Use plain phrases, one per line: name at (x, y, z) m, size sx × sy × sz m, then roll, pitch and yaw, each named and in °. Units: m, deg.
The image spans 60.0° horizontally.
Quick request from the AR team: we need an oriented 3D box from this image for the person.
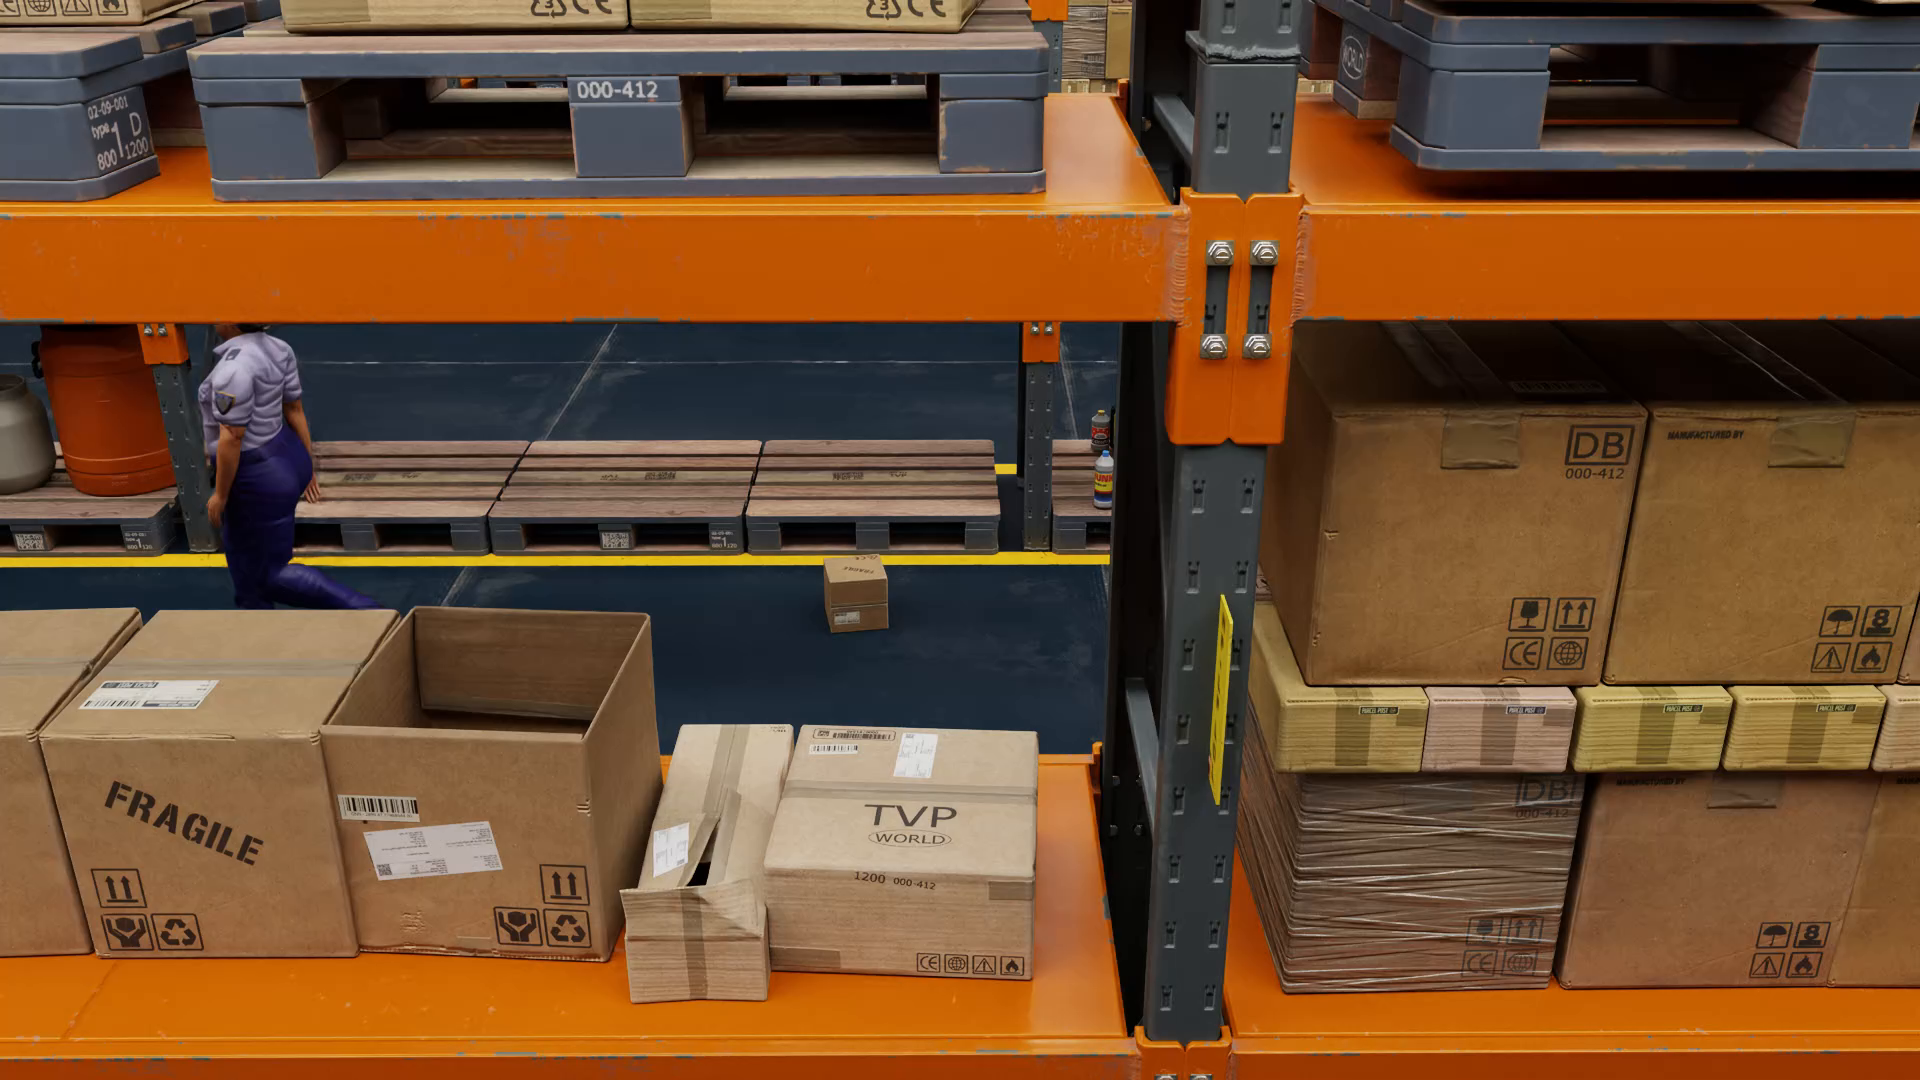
person at (-2.756, -0.247, 6.659) m, size 0.888 × 1.591 × 0.469 m, roll 0°, pitch 24°, yaw 1°
